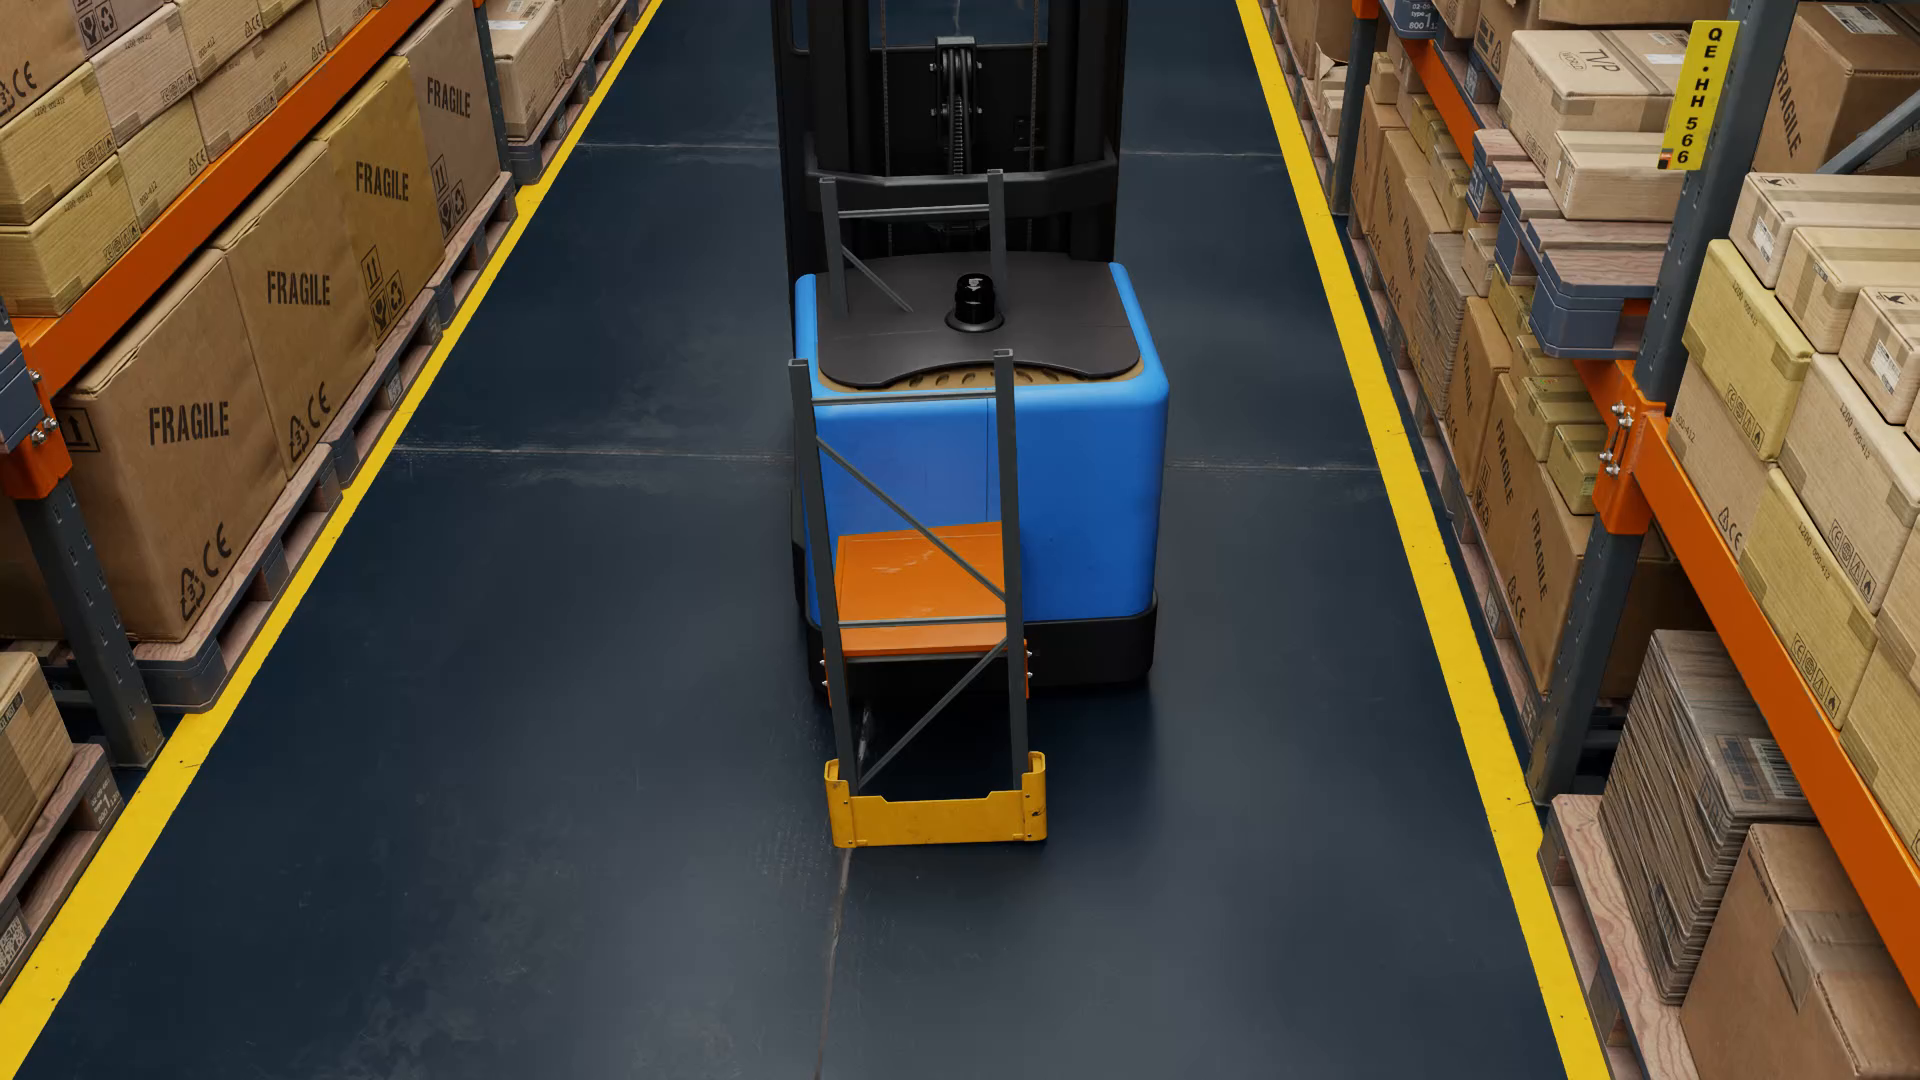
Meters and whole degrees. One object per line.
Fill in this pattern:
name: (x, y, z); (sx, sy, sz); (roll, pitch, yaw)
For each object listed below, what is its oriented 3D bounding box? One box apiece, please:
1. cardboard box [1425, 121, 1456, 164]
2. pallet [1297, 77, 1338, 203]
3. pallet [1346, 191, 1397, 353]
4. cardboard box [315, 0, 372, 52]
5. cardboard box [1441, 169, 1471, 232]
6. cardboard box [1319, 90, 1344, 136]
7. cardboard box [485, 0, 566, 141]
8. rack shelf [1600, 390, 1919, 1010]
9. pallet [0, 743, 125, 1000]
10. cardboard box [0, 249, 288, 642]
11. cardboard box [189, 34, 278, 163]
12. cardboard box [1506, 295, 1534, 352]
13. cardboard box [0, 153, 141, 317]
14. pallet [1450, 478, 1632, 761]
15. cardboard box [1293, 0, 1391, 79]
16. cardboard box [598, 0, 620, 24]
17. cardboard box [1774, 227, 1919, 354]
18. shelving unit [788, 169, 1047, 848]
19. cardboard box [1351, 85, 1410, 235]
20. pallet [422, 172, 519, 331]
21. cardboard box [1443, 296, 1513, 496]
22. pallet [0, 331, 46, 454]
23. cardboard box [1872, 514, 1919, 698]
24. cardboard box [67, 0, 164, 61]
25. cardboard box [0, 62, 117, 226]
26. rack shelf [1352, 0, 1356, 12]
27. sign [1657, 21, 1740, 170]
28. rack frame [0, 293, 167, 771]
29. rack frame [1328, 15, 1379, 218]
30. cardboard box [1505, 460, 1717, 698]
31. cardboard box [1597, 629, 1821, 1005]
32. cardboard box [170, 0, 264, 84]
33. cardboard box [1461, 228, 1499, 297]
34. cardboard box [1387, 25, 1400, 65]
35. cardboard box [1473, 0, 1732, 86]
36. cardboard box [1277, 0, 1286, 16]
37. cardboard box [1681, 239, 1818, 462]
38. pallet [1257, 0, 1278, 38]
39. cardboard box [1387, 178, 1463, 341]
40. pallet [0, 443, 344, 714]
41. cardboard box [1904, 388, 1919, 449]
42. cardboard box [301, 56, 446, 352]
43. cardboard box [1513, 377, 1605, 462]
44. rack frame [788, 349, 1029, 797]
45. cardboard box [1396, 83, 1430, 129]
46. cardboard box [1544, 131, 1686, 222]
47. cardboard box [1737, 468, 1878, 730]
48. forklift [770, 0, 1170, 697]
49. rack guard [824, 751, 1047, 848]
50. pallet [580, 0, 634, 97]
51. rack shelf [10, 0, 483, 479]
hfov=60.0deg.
cardboard box: (2.068, -1.542, 6.580); (0.380, 0.149, 0.250); (1, 35, 1)
pallet: (2.307, -2.048, 8.480); (1.003, 0.211, 1.213); (1, 35, 2)
pallet: (2.284, -1.185, 7.252); (1.003, 0.211, 1.213); (1, 35, 2)
cardboard box: (-2.508, -1.999, 6.117); (0.500, 0.250, 0.500); (0, 35, 1)
cardboard box: (2.009, -1.257, 6.174); (0.380, 0.149, 0.250); (3, 35, 4)
cardboard box: (2.008, -2.126, 8.281); (0.380, 0.149, 0.250); (0, 35, 0)
cardboard box: (-2.549, -2.388, 8.402); (0.875, 0.438, 0.875); (1, 35, 1)
rack shelf: (2.038, 0.948, 2.419); (1.077, 0.370, 4.000); (1, 35, 2)
pallet: (-2.875, 0.982, 4.170); (1.003, 0.211, 1.213); (1, 35, 2)
cardboard box: (-2.731, -0.306, 5.059); (0.875, 0.875, 0.875); (1, 35, 1)
cardboard box: (-2.541, -1.419, 5.291); (0.500, 0.250, 0.500); (2, 35, 3)
cardboard box: (1.975, -0.658, 5.323); (0.380, 0.149, 0.250); (2, 35, 3)
cardboard box: (-2.571, -0.822, 4.442); (0.500, 0.250, 0.500); (1, 35, 1)
pallet: (2.186, 0.217, 5.258); (1.003, 0.211, 1.213); (1, 35, 2)
cardboard box: (2.205, -2.805, 8.942); (0.700, 0.500, 0.500); (0, 35, 0)
cardboard box: (-2.476, -3.421, 9.871); (0.875, 0.438, 0.875); (2, 35, 3)
cardboard box: (1.801, -0.472, 3.162); (0.380, 0.149, 0.250); (2, 35, 3)
shelving unit: (-0.094, -0.092, 4.553); (0.587, 1.500, 1.083); (-2, 35, 2)
cardboard box: (2.034, -1.670, 7.327); (0.500, 0.500, 0.500); (3, 35, 4)
pallet: (-2.637, -1.320, 7.445); (1.003, 0.211, 1.213); (1, 35, 2)
cardboard box: (1.969, -0.481, 5.634); (0.500, 0.500, 0.500); (3, 35, 4)
pallet: (-2.764, -0.118, 3.476); (1.213, 0.211, 1.003); (1, 35, 2)
cardboard box: (1.796, 0.198, 2.555); (0.500, 0.250, 0.500); (0, 35, 1)
cardboard box: (-2.567, -1.621, 4.492); (0.500, 0.500, 0.500); (1, 35, 2)
cardboard box: (-2.575, -1.037, 4.312); (0.500, 0.250, 0.500); (1, 35, 2)
rack shelf: (2.359, -3.649, 8.959); (1.077, 0.370, 4.000); (1, 35, 2)
sign: (1.575, -0.944, 3.547); (0.100, 0.325, 0.005); (1, 35, 2)
rack frame: (-2.842, -0.608, 4.007); (1.000, 3.000, 0.127); (1, 35, 2)
rack frame: (2.279, -2.794, 7.117); (1.000, 3.000, 0.127); (1, 35, 2)
cardboard box: (1.920, 0.107, 4.797); (0.500, 0.500, 0.500); (2, 35, 3)
cardboard box: (2.079, 0.662, 3.899); (0.875, 0.625, 0.625); (2, 35, 3)
cardboard box: (-2.521, -1.620, 5.142); (0.500, 0.250, 0.500); (1, 35, 2)
cardboard box: (1.966, -0.961, 5.753); (0.380, 0.149, 0.250); (0, 35, 0)
cardboard box: (2.059, -2.129, 7.156); (0.380, 0.149, 0.250); (1, 35, 1)
cardboard box: (1.999, -1.652, 5.037); (0.797, 0.503, 0.637); (1, 35, 1)
cardboard box: (2.247, -3.402, 9.790); (0.700, 0.500, 0.500); (3, 35, 4)
cardboard box: (1.831, -0.390, 3.392); (0.500, 0.250, 0.500); (1, 35, 2)
pallet: (2.405, -3.449, 10.475); (1.003, 0.211, 1.213); (1, 35, 2)
cardboard box: (1.998, -1.078, 6.483); (0.500, 0.500, 0.500); (0, 35, 0)
pallet: (-2.735, 0.081, 5.451); (1.003, 0.211, 1.213); (1, 35, 2)
cardboard box: (1.819, -0.174, 2.737); (0.380, 0.149, 0.250); (2, 35, 2)
cardboard box: (-2.655, -1.332, 6.519); (0.875, 0.875, 0.875); (2, 35, 3)
cardboard box: (1.865, -0.357, 4.894); (0.380, 0.149, 0.250); (0, 35, -1)
rack frame: (-0.093, 0.206, 4.130); (0.500, 1.500, 0.032); (-2, 35, 2)
cardboard box: (2.064, -1.848, 7.015); (0.380, 0.149, 0.250); (0, 35, 1)
cardboard box: (1.761, -0.951, 4.348); (0.380, 0.149, 0.250); (2, 35, 3)
cardboard box: (1.831, 0.104, 3.124); (0.500, 0.250, 0.500); (1, 35, 1)
forklift: (-0.054, -1.559, 5.420); (1.130, 2.935, 3.031); (-3, 35, -4)
rack guard: (-0.061, 0.705, 4.506); (0.587, 0.250, 0.087); (-2, 35, 2)
pallet: (-2.526, -2.903, 9.698); (1.003, 0.211, 1.213); (1, 35, 2)
rack shelf: (-2.762, -1.463, 5.849); (1.077, 0.370, 4.000); (1, 35, 2)
